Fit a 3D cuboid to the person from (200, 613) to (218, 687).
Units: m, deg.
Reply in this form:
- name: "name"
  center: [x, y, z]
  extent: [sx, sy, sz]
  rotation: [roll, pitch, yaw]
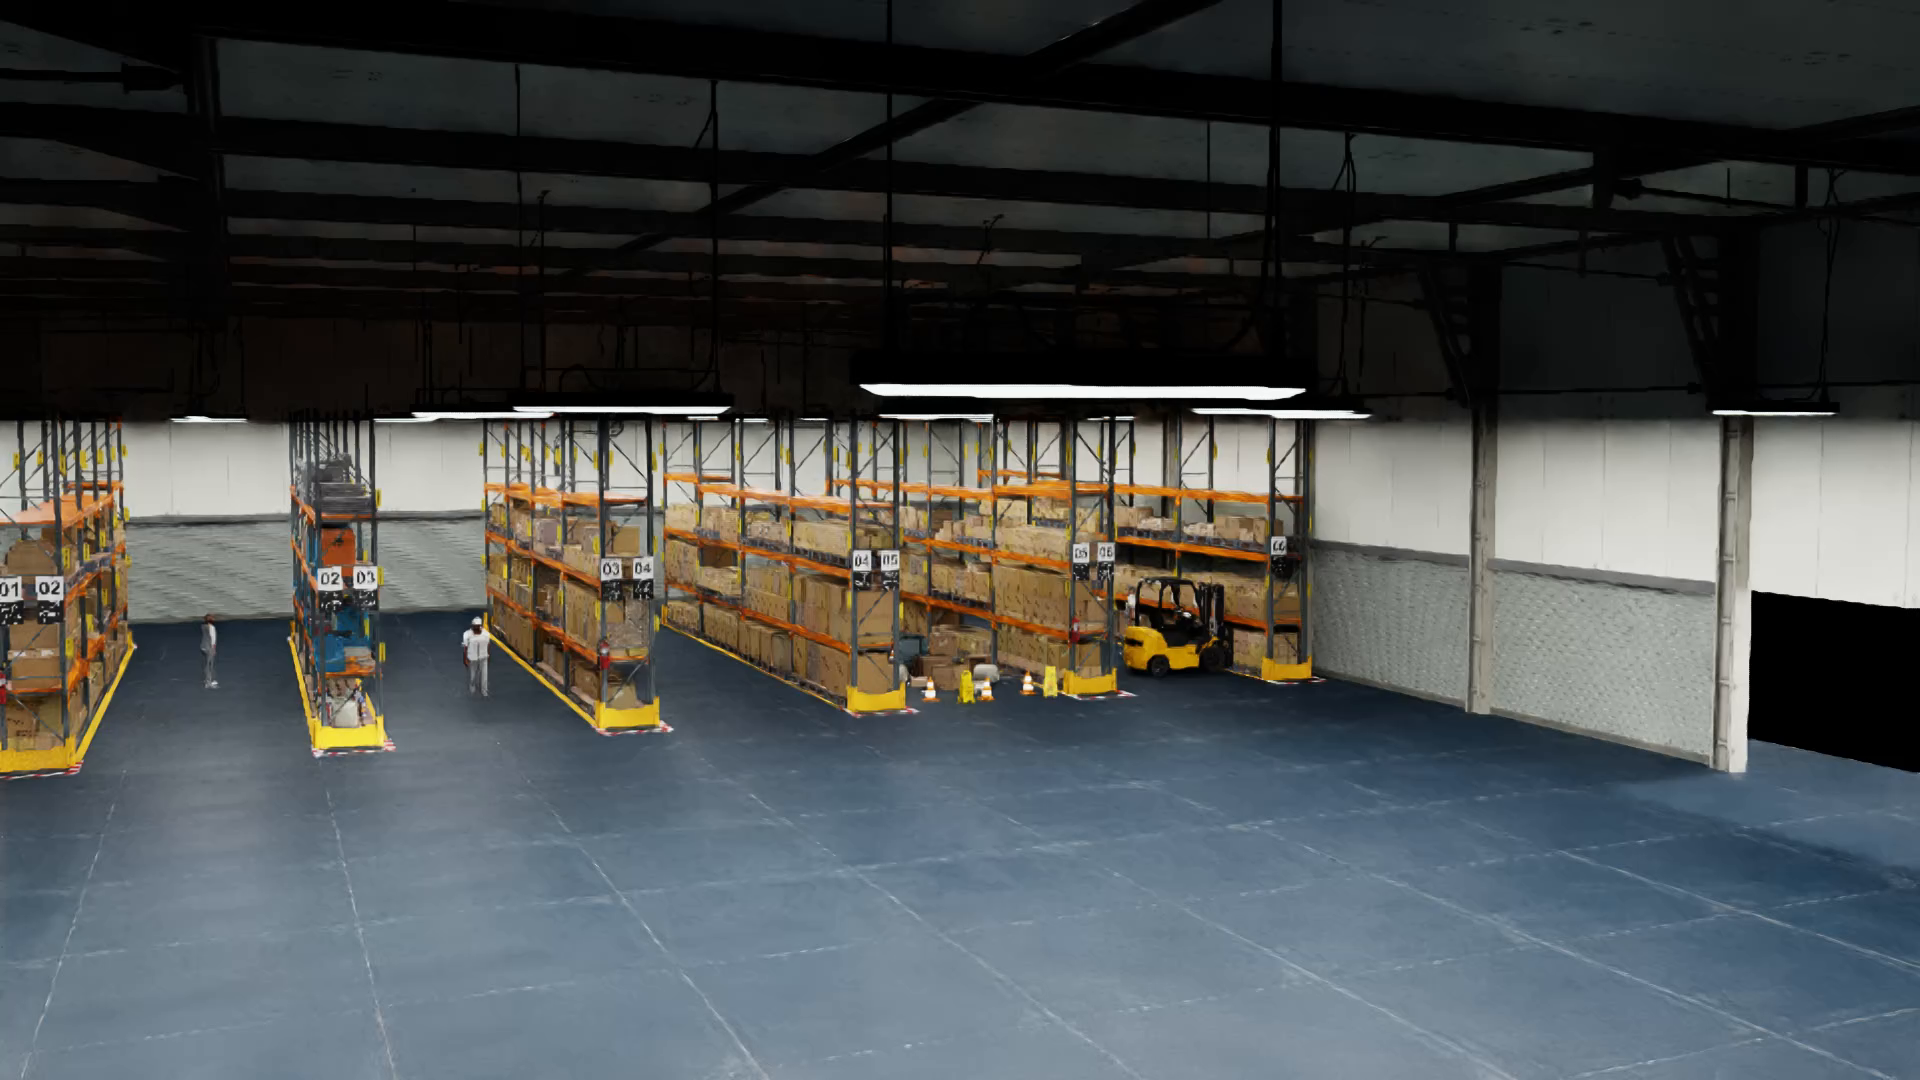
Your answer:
- name: "person"
  center: [-16.264, 2.381, 36.102]
  extent: [0.504, 1.603, 0.419]
  rotation: [3, 5, 39]

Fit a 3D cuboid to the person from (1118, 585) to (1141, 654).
- name: "person"
  center: [4.182, 1.977, 40.875]
  extent: [0.578, 1.738, 0.655]
  rotation: [0, 4, 1]

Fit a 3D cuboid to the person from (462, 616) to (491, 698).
- name: "person"
  center: [-10.097, 2.431, 34.761]
  extent: [0.577, 1.679, 1.121]
  rotation: [-2, 4, -21]

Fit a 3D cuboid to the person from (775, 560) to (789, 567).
- name: "person"
  center: [-5.694, 1.162, 53.579]
  extent: [0.549, 1.637, 0.525]
  rotation: [1, 4, 14]
